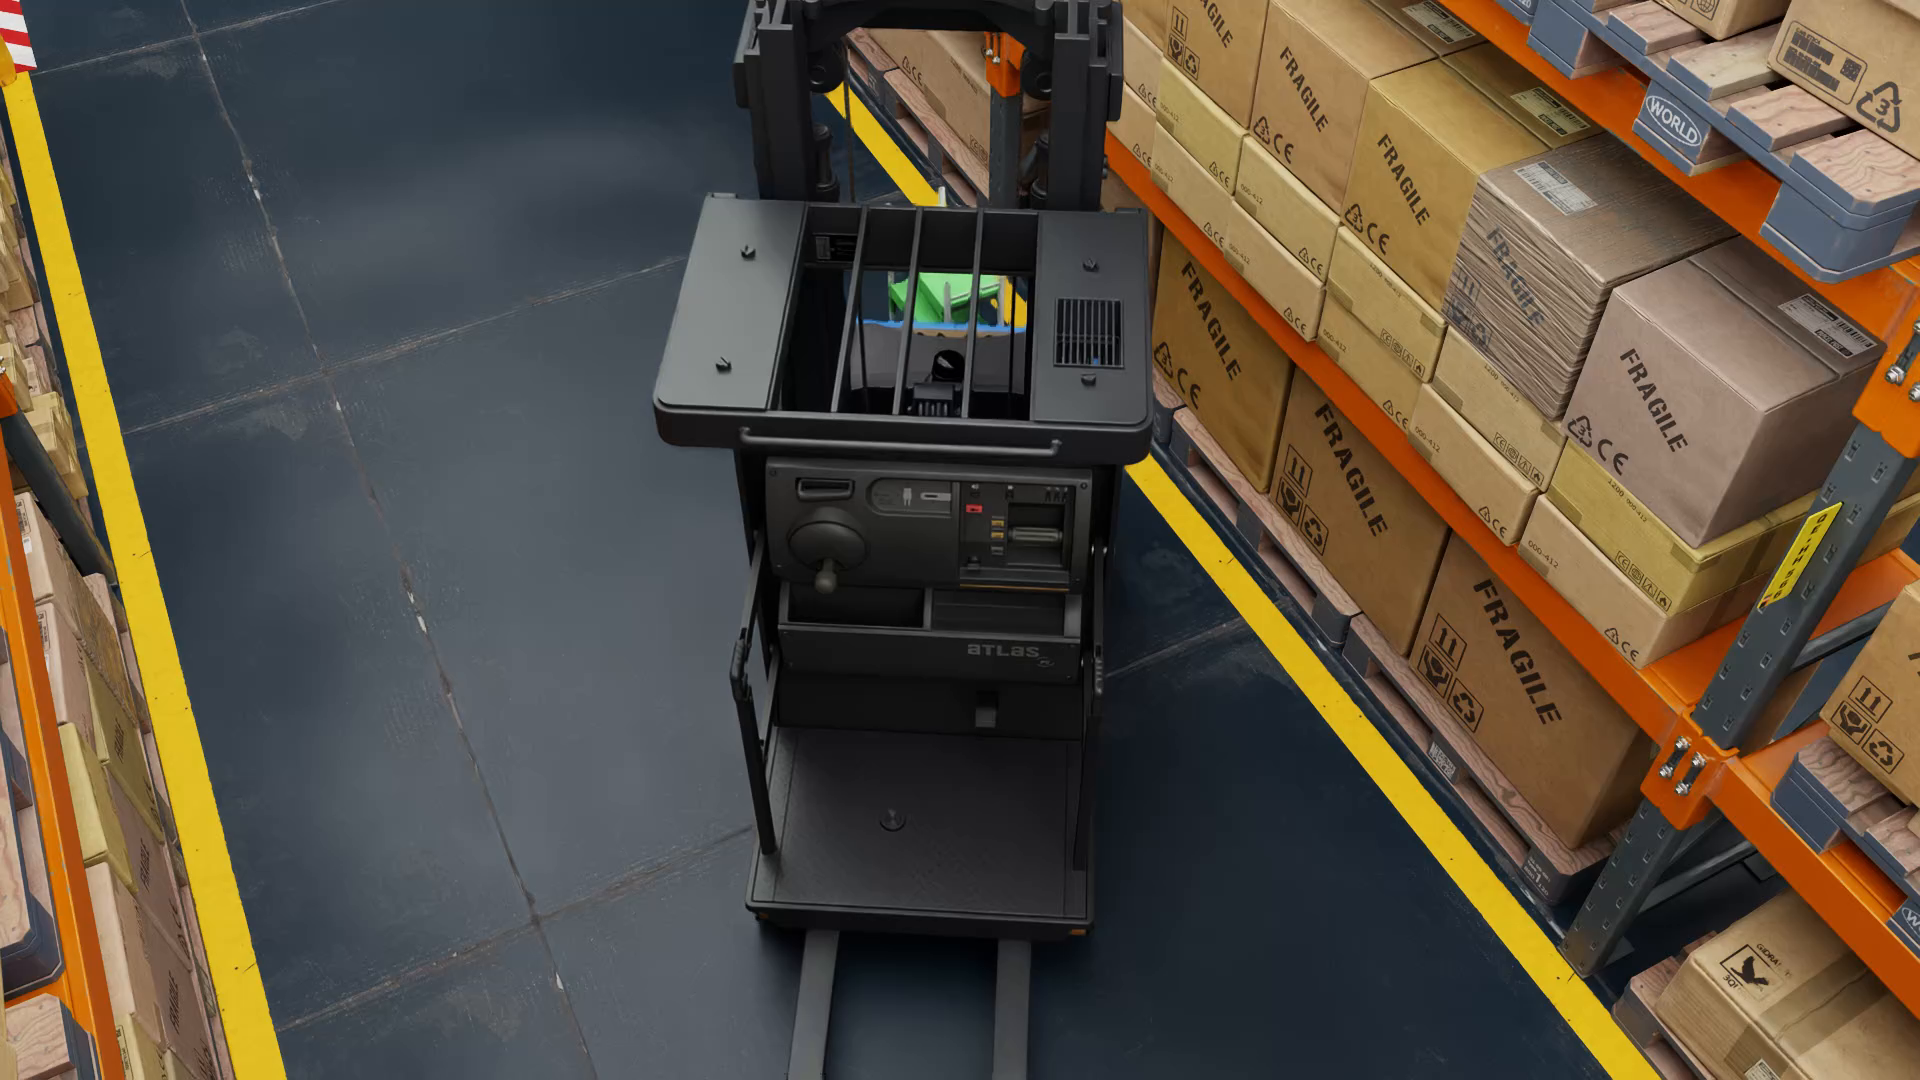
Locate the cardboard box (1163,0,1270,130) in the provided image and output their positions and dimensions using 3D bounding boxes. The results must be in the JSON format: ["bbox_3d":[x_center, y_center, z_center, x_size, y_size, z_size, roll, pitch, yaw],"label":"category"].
[{"bbox_3d":[1.031,-1.751,5.450,0.500,0.500,0.500,-22,52,-18],"label":"cardboard box"}]

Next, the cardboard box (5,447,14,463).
[{"bbox_3d":[-3.728,-0.374,6.197,0.380,0.149,0.250,-19,52,-16],"label":"cardboard box"}]

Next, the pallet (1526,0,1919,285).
[{"bbox_3d":[2.089,-1.110,3.754,1.213,0.211,1.003,-19,51,-16],"label":"pallet"}]

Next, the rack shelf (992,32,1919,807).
[{"bbox_3d":[1.516,-0.874,5.892,1.077,0.370,4.000,-21,52,-18],"label":"rack shelf"}]

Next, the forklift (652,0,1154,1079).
[{"bbox_3d":[-0.102,0.075,4.630,1.130,2.935,3.031,3,49,2],"label":"forklift"}]

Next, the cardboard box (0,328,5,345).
[{"bbox_3d":[-3.961,-0.732,6.509,0.380,0.149,0.250,-22,52,-18],"label":"cardboard box"}]

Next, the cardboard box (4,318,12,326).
[{"bbox_3d":[-4.232,-0.878,7.033,0.380,0.149,0.250,-23,53,-19],"label":"cardboard box"}]

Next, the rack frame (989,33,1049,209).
[{"bbox_3d":[0.601,-2.450,6.792,1.000,3.000,0.127,-21,52,-18],"label":"rack frame"}]

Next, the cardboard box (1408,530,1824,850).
[{"bbox_3d":[2.189,0.298,5.522,0.875,0.875,0.875,-22,52,-18],"label":"cardboard box"}]

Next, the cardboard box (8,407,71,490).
[{"bbox_3d":[-3.636,-0.327,6.354,0.380,0.149,0.250,-19,51,-16],"label":"cardboard box"}]

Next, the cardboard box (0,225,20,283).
[{"bbox_3d":[-4.260,-1.181,7.100,0.380,0.149,0.250,-22,52,-18],"label":"cardboard box"}]

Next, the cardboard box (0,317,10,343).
[{"bbox_3d":[-4.096,-0.798,6.765,0.380,0.149,0.250,-24,53,-19],"label":"cardboard box"}]

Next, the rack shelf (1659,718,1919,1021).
[{"bbox_3d":[3.346,1.803,3.551,1.077,0.370,4.000,-21,52,-18],"label":"rack shelf"}]

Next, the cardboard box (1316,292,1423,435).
[{"bbox_3d":[1.505,-0.651,5.319,0.500,0.250,0.500,-22,52,-18],"label":"cardboard box"}]

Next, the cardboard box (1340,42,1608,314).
[{"bbox_3d":[1.499,-1.066,4.851,0.500,0.500,0.500,-21,52,-17],"label":"cardboard box"}]

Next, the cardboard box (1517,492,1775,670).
[{"bbox_3d":[1.969,0.028,4.725,0.500,0.250,0.500,-23,53,-19],"label":"cardboard box"}]

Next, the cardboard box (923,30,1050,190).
[{"bbox_3d":[0.409,-2.202,7.999,0.875,0.438,0.875,-22,52,-18],"label":"cardboard box"}]

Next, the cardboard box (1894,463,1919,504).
[{"bbox_3d":[2.419,-0.312,4.690,0.500,0.250,0.500,-22,52,-18],"label":"cardboard box"}]

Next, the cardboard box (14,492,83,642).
[{"bbox_3d":[-3.189,0.172,5.383,0.500,0.250,0.500,-22,53,-18],"label":"cardboard box"}]

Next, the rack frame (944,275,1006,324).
[{"bbox_3d":[0.053,-0.551,6.327,0.240,1.200,0.015,-21,52,-17],"label":"rack frame"}]

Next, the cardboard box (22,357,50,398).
[{"bbox_3d":[-3.917,-0.558,6.753,0.380,0.149,0.250,-21,52,-18],"label":"cardboard box"}]

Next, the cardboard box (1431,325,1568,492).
[{"bbox_3d":[1.746,-0.466,4.825,0.500,0.250,0.500,-22,53,-18],"label":"cardboard box"}]

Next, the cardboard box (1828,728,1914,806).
[{"bbox_3d":[2.415,0.454,4.141,0.380,0.149,0.250,-24,53,-20],"label":"cardboard box"}]

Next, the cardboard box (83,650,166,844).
[{"bbox_3d":[-2.957,0.760,5.367,0.500,0.500,0.500,-22,52,-18],"label":"cardboard box"}]

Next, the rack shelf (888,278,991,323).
[{"bbox_3d":[-0.056,-0.831,6.338,0.258,0.148,0.480,-21,52,-17],"label":"rack shelf"}]

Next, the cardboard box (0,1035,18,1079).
[{"bbox_3d":[-2.196,1.216,3.475,0.380,0.149,0.250,-19,51,-16],"label":"cardboard box"}]

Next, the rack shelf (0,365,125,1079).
[{"bbox_3d":[-2.839,0.898,4.342,1.077,0.370,4.000,-21,52,-18],"label":"rack shelf"}]

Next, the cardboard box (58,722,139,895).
[{"bbox_3d":[-2.711,0.870,4.773,0.500,0.250,0.500,-23,53,-19],"label":"cardboard box"}]

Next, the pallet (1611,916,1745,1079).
[{"bbox_3d":[2.788,1.669,5.043,1.003,0.211,1.213,-21,52,-18],"label":"pallet"}]

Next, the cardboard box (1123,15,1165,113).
[{"bbox_3d":[0.815,-1.834,6.021,0.500,0.250,0.500,-20,52,-17],"label":"cardboard box"}]

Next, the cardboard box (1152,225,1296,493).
[{"bbox_3d":[1.376,-0.899,6.569,0.875,0.875,0.875,-20,52,-16],"label":"cardboard box"}]

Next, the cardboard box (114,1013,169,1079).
[{"bbox_3d":[-2.256,1.554,4.174,0.500,0.250,0.500,-22,52,-18],"label":"cardboard box"}]

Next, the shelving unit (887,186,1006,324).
[{"bbox_3d":[-0.056,-0.715,6.471,0.258,1.200,0.503,-21,52,-17],"label":"shelving unit"}]

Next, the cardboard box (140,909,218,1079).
[{"bbox_3d":[-2.493,1.446,4.766,0.500,0.500,0.500,-22,53,-18],"label":"cardboard box"}]

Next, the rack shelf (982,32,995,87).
[{"bbox_3d":[-0.314,-3.551,8.234,1.077,0.370,4.000,-21,52,-18],"label":"rack shelf"}]

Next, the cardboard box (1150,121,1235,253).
[{"bbox_3d":[1.026,-1.321,5.904,0.500,0.250,0.500,-22,52,-18],"label":"cardboard box"}]

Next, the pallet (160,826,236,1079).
[{"bbox_3d":[-2.834,1.579,5.121,1.003,0.211,1.213,-21,52,-18],"label":"pallet"}]

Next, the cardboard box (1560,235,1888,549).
[{"bbox_3d":[1.962,-0.391,4.261,0.500,0.500,0.500,-22,53,-18],"label":"cardboard box"}]

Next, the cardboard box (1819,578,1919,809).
[{"bbox_3d":[2.431,0.339,3.810,0.500,0.500,0.500,-23,53,-19],"label":"cardboard box"}]

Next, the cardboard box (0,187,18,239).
[{"bbox_3d":[-4.502,-1.430,7.515,0.380,0.149,0.250,-20,52,-17],"label":"cardboard box"}]

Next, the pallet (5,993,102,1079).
[{"bbox_3d":[-2.345,1.623,3.358,1.213,0.211,1.003,-21,52,-18],"label":"pallet"}]

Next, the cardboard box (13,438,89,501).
[{"bbox_3d":[-3.635,-0.231,6.467,0.380,0.149,0.250,-23,53,-19],"label":"cardboard box"}]

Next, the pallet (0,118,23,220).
[{"bbox_3d":[-5.210,-1.829,8.102,1.003,0.211,1.213,-21,52,-18],"label":"pallet"}]

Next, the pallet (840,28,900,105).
[{"bbox_3d":[-0.240,-2.885,9.026,1.003,0.211,1.213,-21,52,-18],"label":"pallet"}]

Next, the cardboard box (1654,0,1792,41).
[{"bbox_3d":[1.809,-1.528,3.648,0.700,0.500,0.500,-24,53,-19],"label":"cardboard box"}]

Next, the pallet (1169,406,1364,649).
[{"bbox_3d":[1.583,-0.224,6.698,1.003,0.211,1.213,-21,52,-18],"label":"pallet"}]

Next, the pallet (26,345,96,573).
[{"bbox_3d":[-4.093,-0.196,6.674,1.003,0.211,1.213,-21,52,-18],"label":"pallet"}]

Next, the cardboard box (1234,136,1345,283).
[{"bbox_3d":[1.256,-1.149,5.423,0.500,0.250,0.500,-23,53,-19],"label":"cardboard box"}]

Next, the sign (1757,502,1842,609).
[{"bbox_3d":[1.939,0.040,3.846,0.100,0.325,0.005,-21,52,-18],"label":"sign"}]
